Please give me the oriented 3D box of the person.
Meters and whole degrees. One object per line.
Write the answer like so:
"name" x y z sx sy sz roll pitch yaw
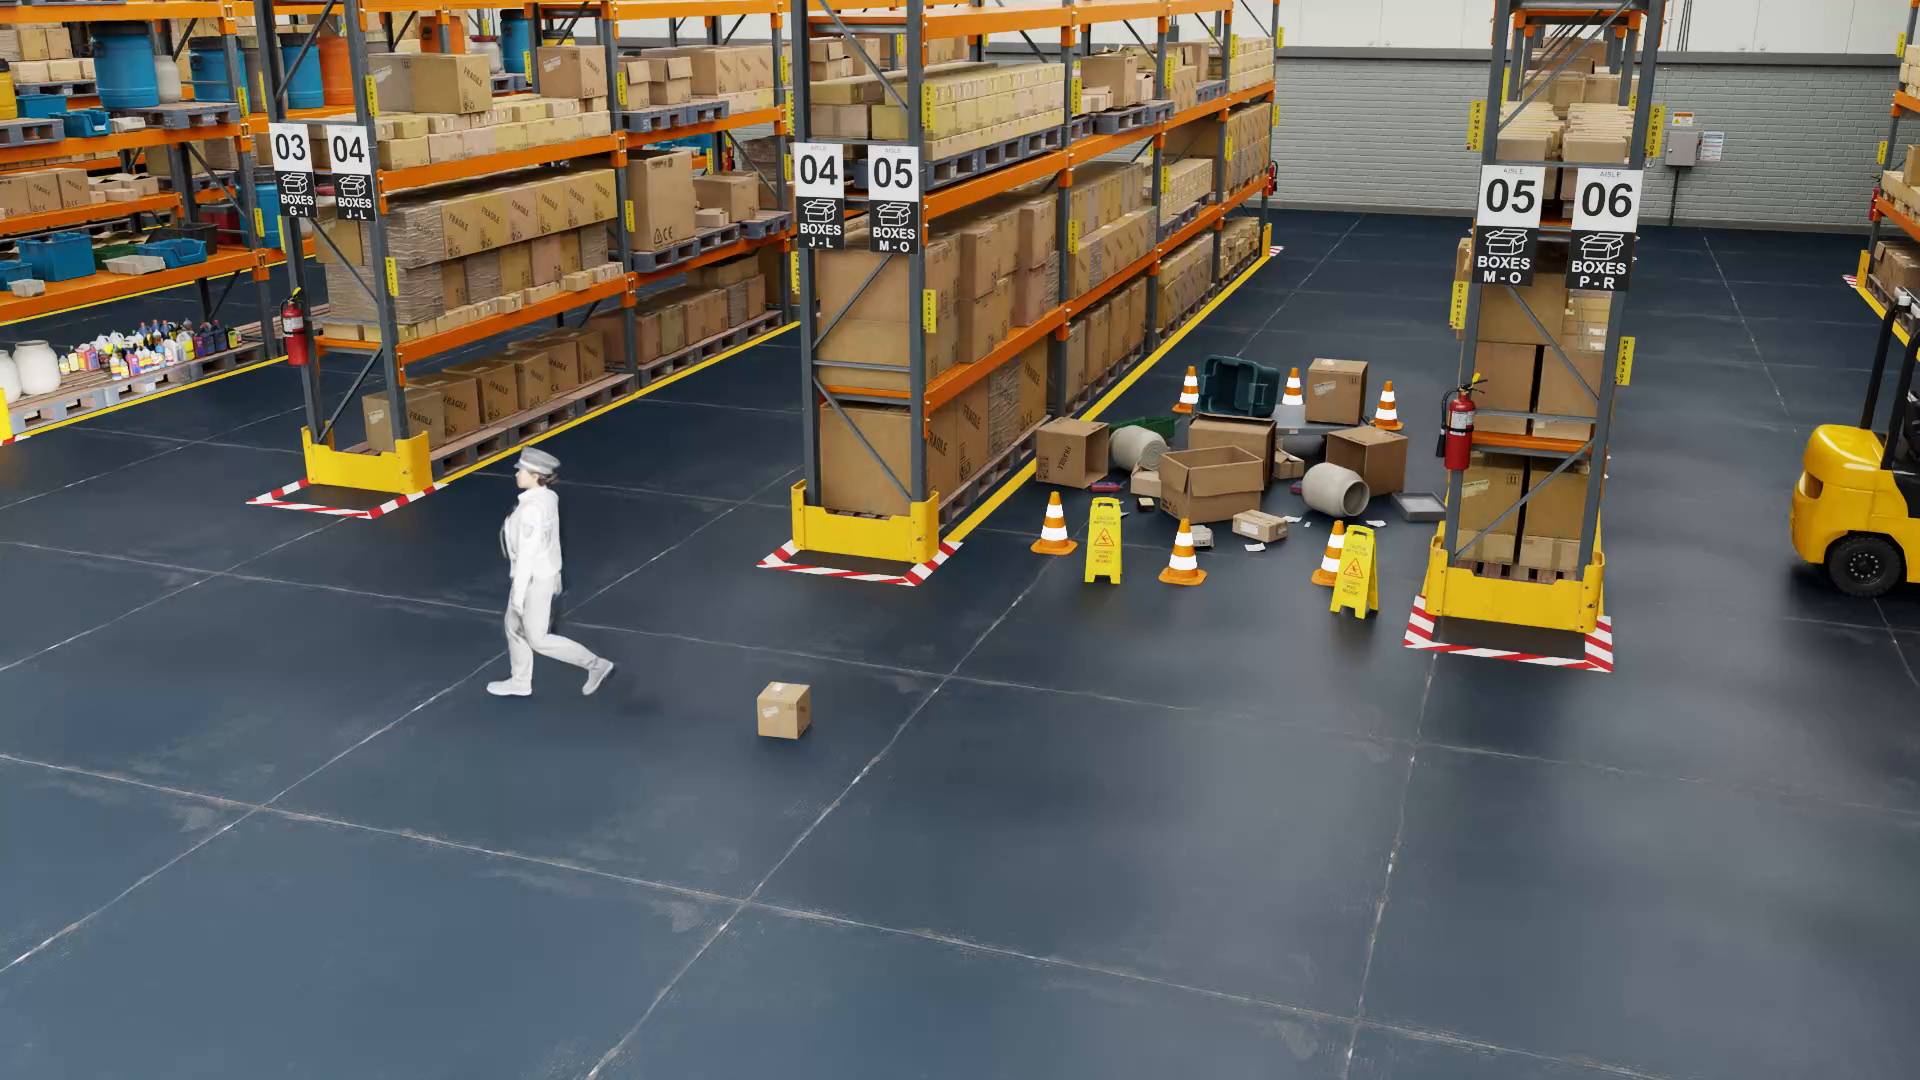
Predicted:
"person" -2.615 0.219 10.343 0.830 1.648 0.496 -1 19 -2
